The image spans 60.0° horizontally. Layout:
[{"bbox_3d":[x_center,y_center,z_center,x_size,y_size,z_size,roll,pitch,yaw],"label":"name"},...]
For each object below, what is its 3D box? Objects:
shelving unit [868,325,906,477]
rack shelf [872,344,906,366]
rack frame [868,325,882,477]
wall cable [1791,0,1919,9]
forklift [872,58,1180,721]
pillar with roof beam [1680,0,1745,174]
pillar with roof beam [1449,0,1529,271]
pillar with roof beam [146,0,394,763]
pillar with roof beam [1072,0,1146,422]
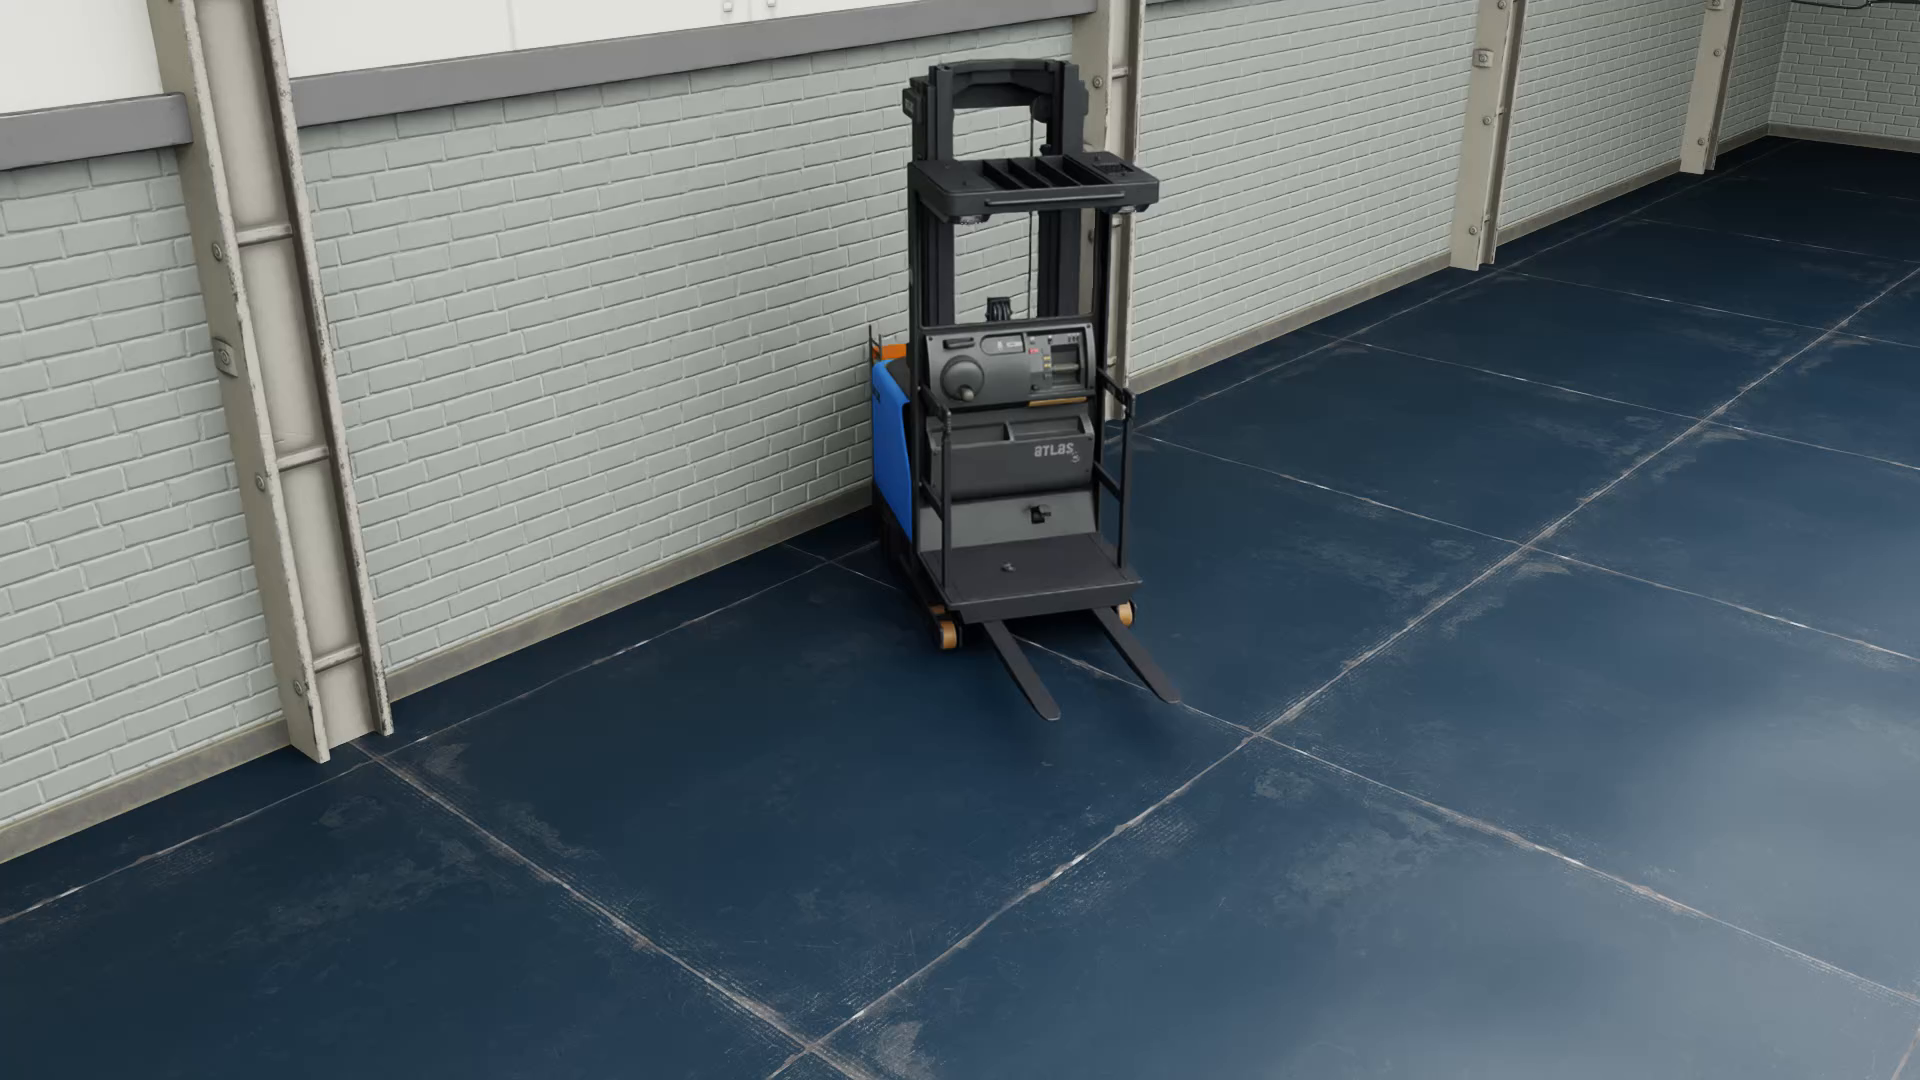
[{"bbox_3d":[-0.284,-0.766,10.483,0.503,1.200,0.258,-8,24,-17],"label":"shelving unit"},{"bbox_3d":[-0.288,-1.129,10.332,0.480,0.148,0.258,-8,24,-17],"label":"rack shelf"},{"bbox_3d":[-0.515,-0.733,10.411,0.015,1.200,0.240,-8,24,-17],"label":"rack frame"},{"bbox_3d":[11.947,-7.751,20.334,3.097,2.526,0.112,20,31,38],"label":"wall cable"},{"bbox_3d":[0.334,-0.919,8.717,1.130,2.935,3.031,-6,25,-14],"label":"forklift"},{"bbox_3d":[12.202,-7.456,15.880,9.100,9.000,0.400,20,31,38],"label":"pillar with roof beam"},{"bbox_3d":[8.197,-5.628,11.803,9.100,9.000,0.400,20,31,38],"label":"pillar with roof beam"},{"bbox_3d":[0.188,-1.972,3.649,9.100,9.000,0.400,20,31,38],"label":"pillar with roof beam"},{"bbox_3d":[4.193,-3.800,7.726,9.100,9.000,0.400,20,31,38],"label":"pillar with roof beam"}]
